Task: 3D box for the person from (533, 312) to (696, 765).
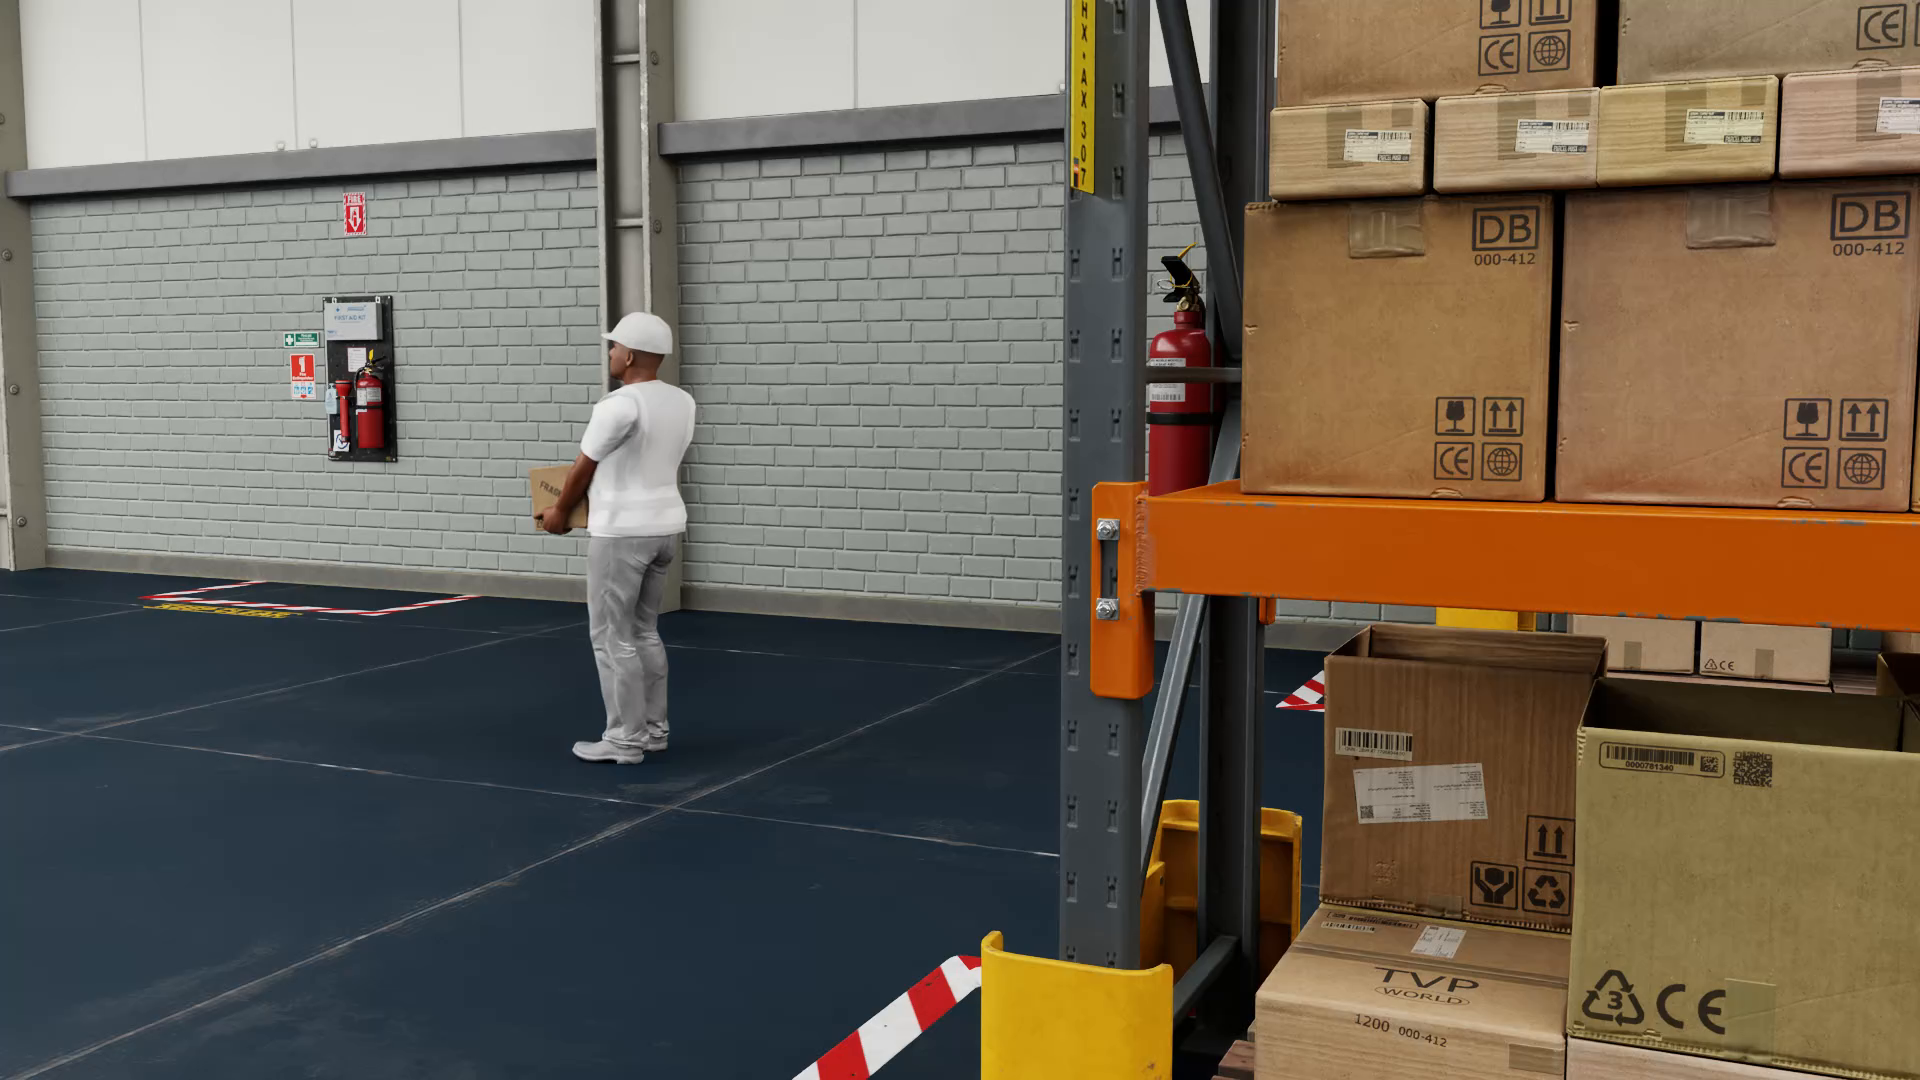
[{"bbox_3d":[-1.380,-0.015,6.607,0.586,1.762,0.502,2,6,24],"label":"person"}]
